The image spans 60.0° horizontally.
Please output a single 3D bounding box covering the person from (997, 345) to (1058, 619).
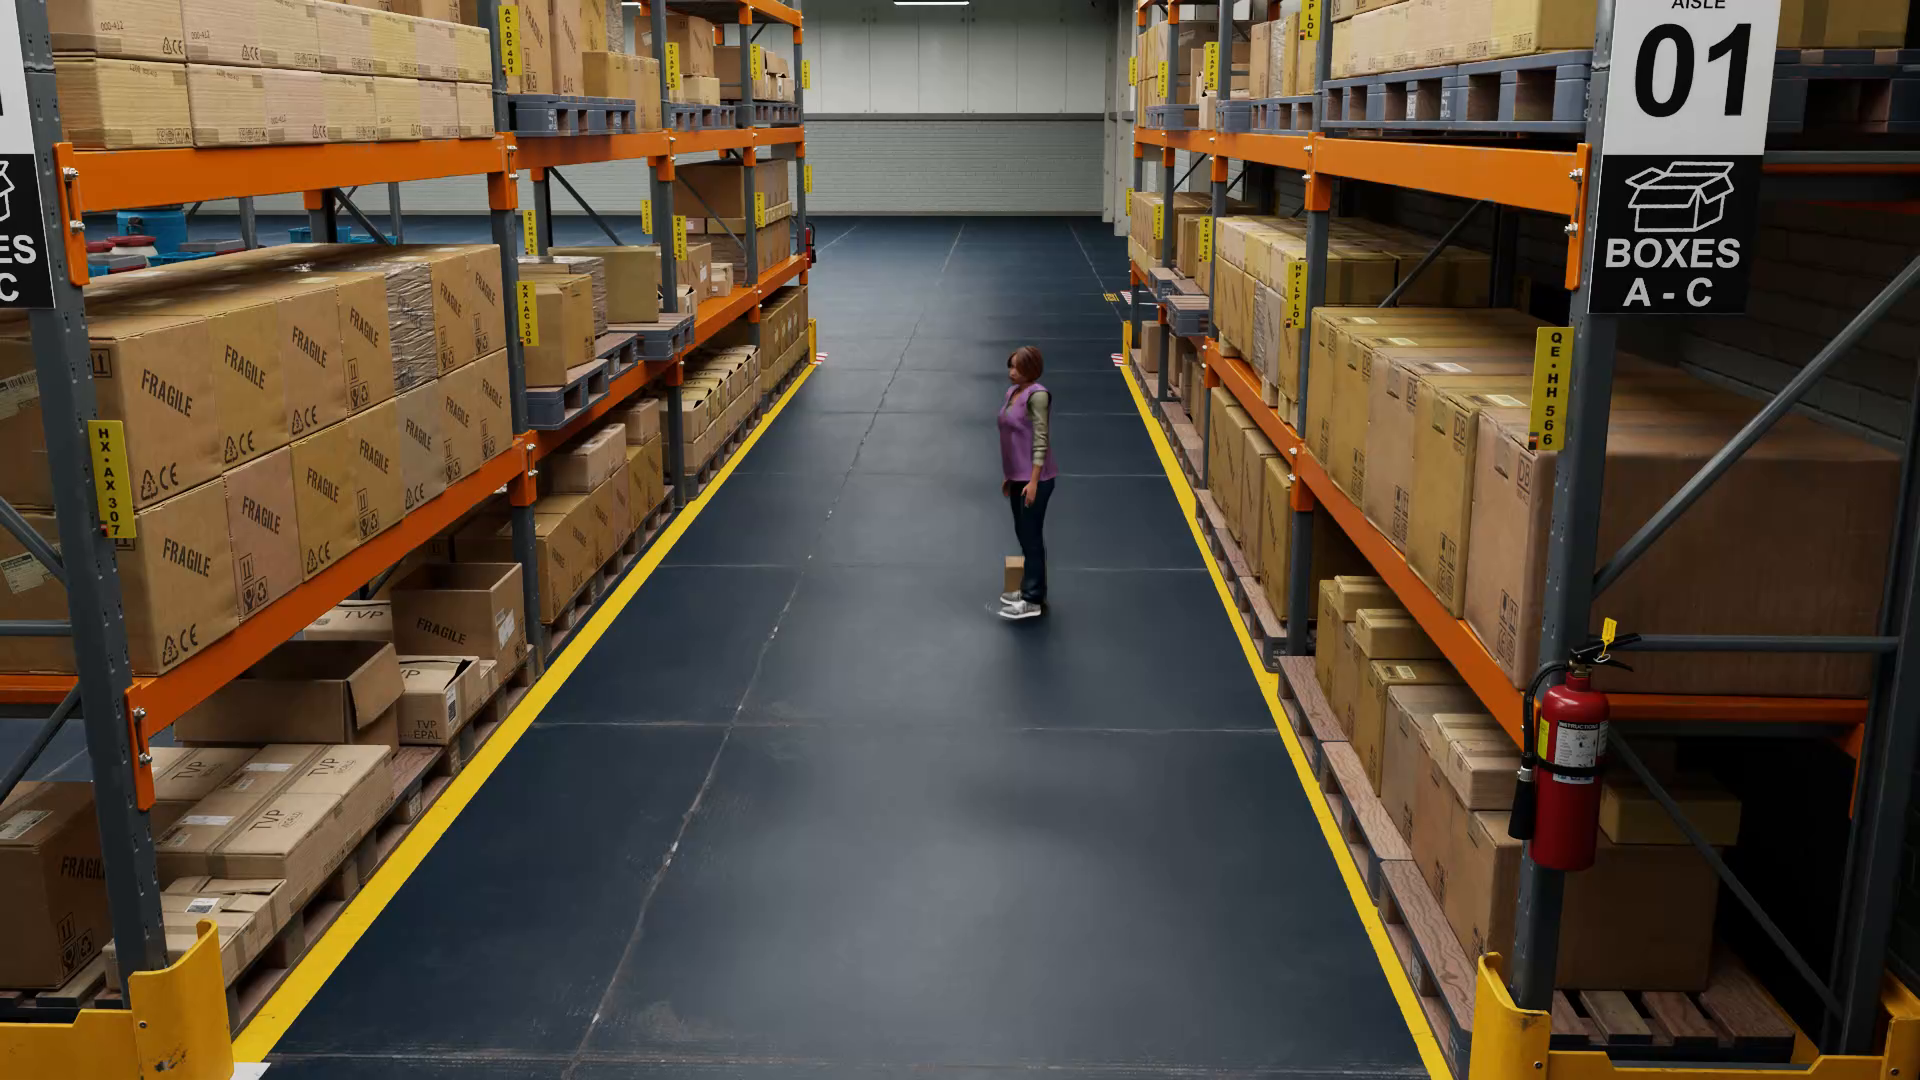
[{"bbox_3d":[0.364,-0.344,9.776,0.408,1.602,0.499,-6,15,-21],"label":"person"}]
